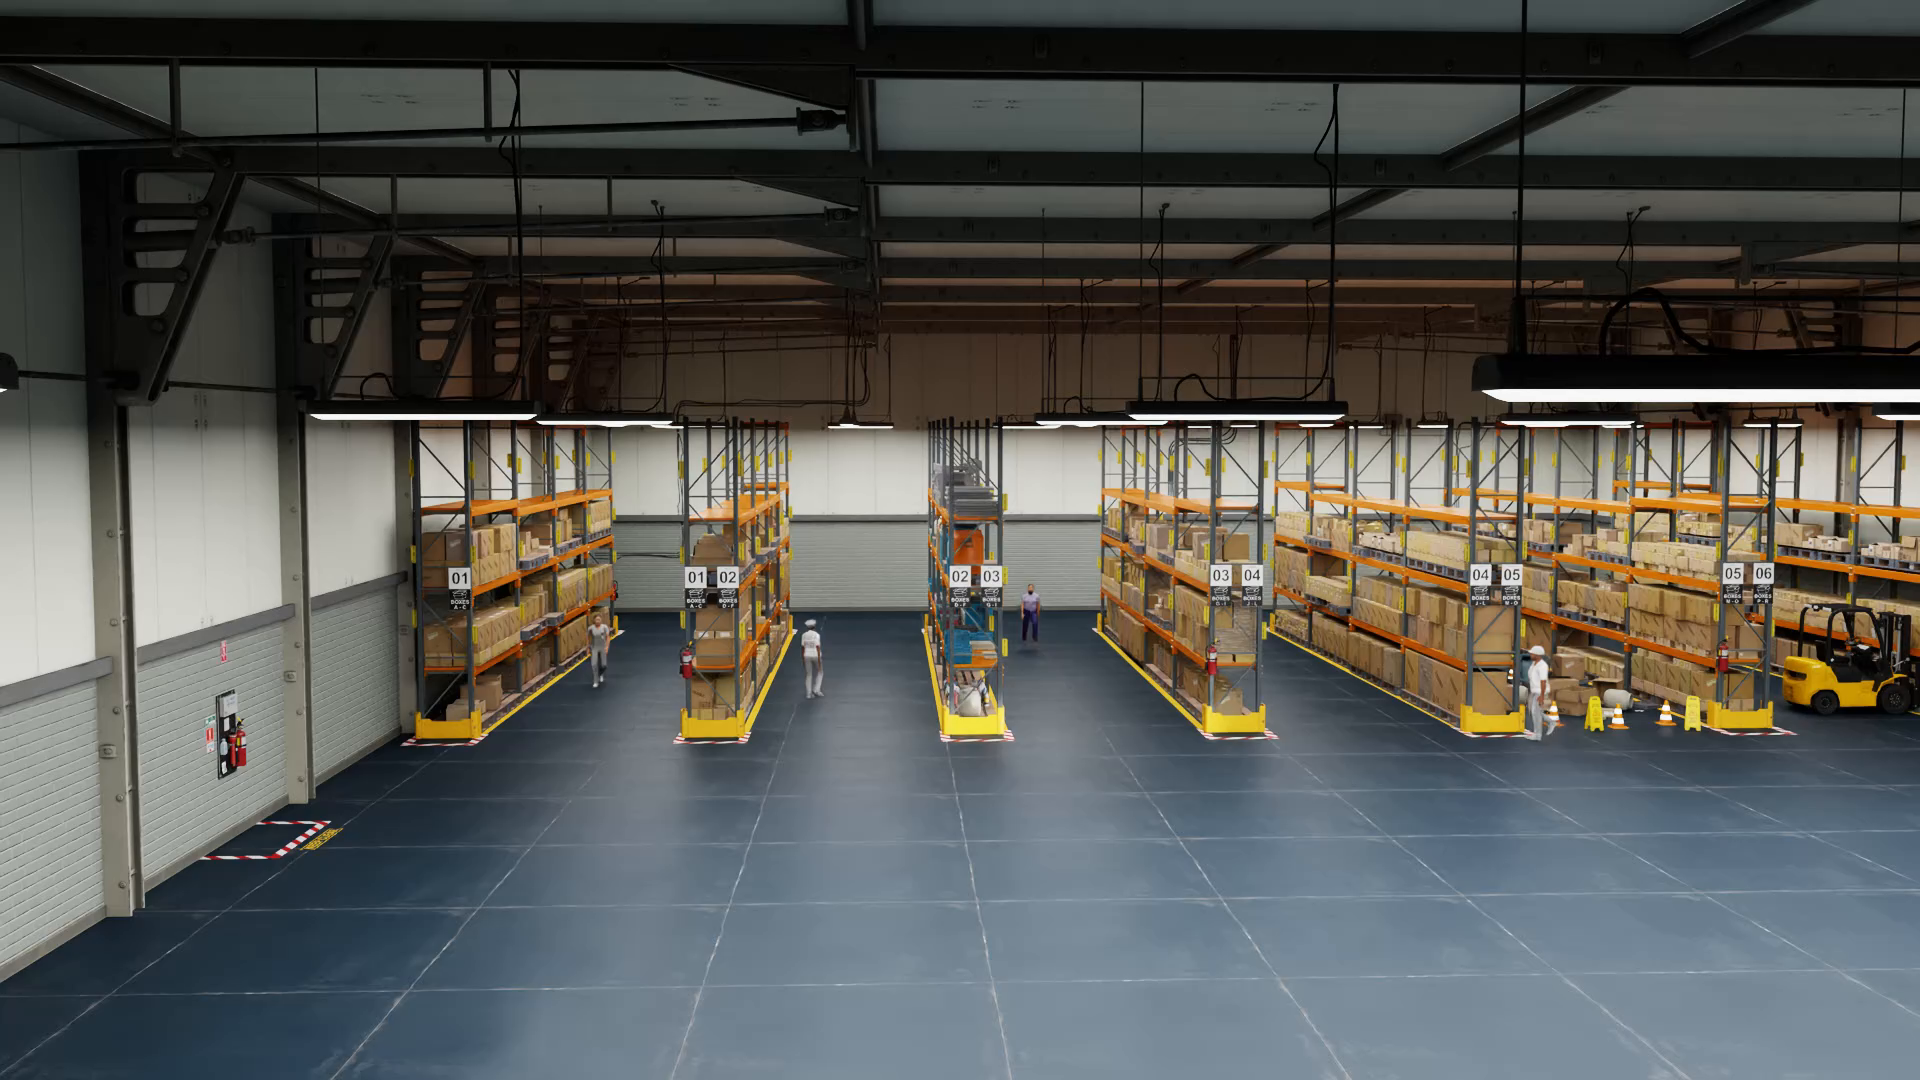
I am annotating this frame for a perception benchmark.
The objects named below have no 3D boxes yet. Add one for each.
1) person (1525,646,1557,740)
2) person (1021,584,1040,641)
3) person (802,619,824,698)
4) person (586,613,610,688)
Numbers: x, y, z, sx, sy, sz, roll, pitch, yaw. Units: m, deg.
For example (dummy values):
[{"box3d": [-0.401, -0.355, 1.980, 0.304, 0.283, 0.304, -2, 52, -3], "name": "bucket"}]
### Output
[{"box3d": [10.785, 2.826, 30.791, 0.659, 1.755, 0.573, 0, 4, -1], "name": "person"}, {"box3d": [1.838, 1.897, 43.360, 0.518, 1.524, 1.043, 0, 4, -3], "name": "person"}, {"box3d": [-3.186, 2.552, 35.704, 0.475, 1.686, 0.519, 1, 4, 10], "name": "person"}, {"box3d": [-8.163, 2.464, 37.460, 0.523, 1.653, 0.639, -1, 4, -16], "name": "person"}]
